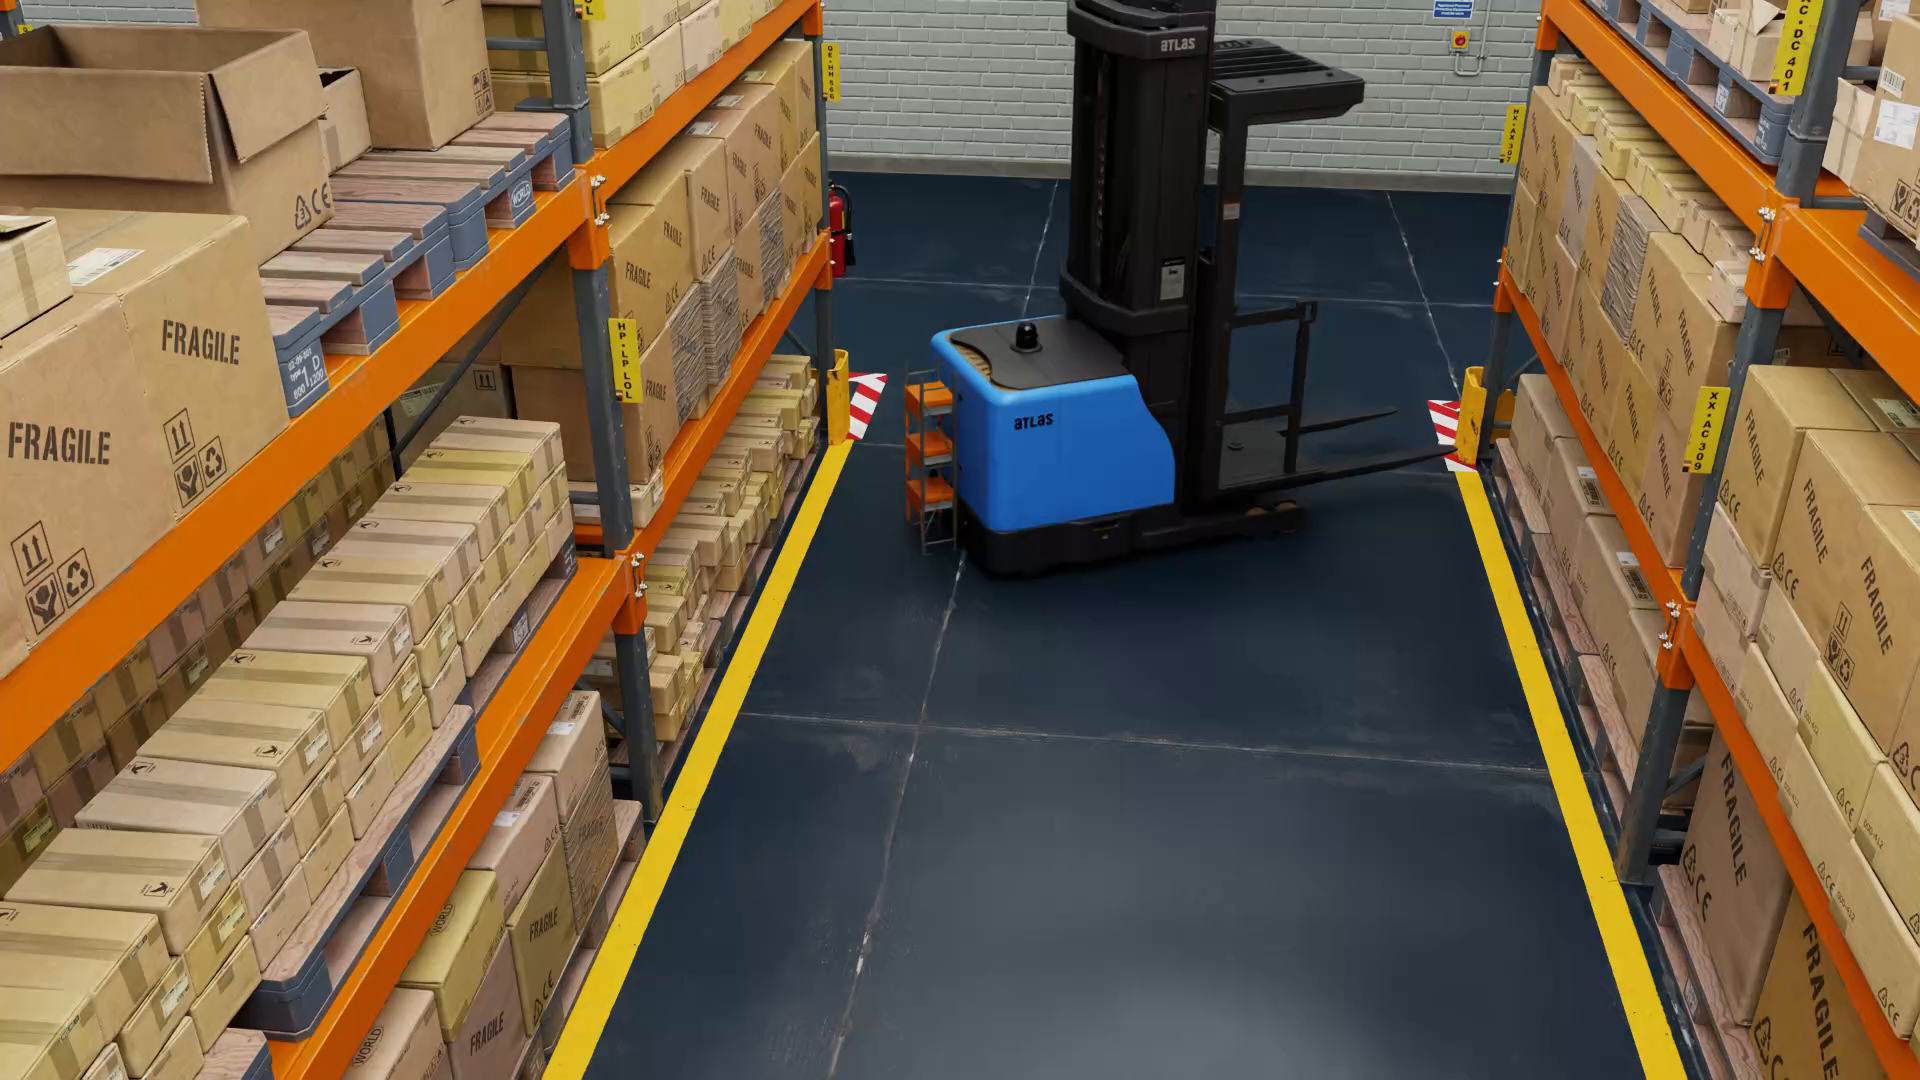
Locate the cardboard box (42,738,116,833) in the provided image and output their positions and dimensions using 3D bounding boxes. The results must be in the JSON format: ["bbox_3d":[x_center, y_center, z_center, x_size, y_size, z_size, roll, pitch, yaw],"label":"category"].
[{"bbox_3d":[-2.498,0.637,4.414,0.380,0.149,0.250,4,29,7],"label":"cardboard box"}]

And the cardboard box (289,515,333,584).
[{"bbox_3d":[-2.338,0.023,5.554,0.380,0.149,0.250,4,29,7],"label":"cardboard box"}]

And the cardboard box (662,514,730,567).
[{"bbox_3d":[-1.329,-0.003,8.030,0.380,0.149,0.250,4,29,7],"label":"cardboard box"}]

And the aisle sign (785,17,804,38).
[{"bbox_3d":[-0.976,-3.219,9.321,0.394,0.787,0.004,3,28,6],"label":"aisle sign"}]

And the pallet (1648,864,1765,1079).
[{"bbox_3d":[3.133,1.661,5.944,1.003,0.211,1.213,3,28,6],"label":"pallet"}]

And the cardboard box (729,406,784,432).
[{"bbox_3d":[-1.184,-0.623,9.179,0.380,0.149,0.250,2,28,4],"label":"cardboard box"}]

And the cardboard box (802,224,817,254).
[{"bbox_3d":[-1.042,-1.777,9.650,0.380,0.149,0.250,3,28,6],"label":"cardboard box"}]

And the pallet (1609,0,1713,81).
[{"bbox_3d":[3.415,-2.173,7.052,1.003,0.211,1.213,3,28,6],"label":"pallet"}]

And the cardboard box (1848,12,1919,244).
[{"bbox_3d":[2.757,-1.086,4.392,0.500,0.500,0.500,3,28,5],"label":"cardboard box"}]

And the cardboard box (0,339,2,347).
[{"bbox_3d":[-1.876,-0.410,2.774,0.396,0.266,0.258,3,28,6],"label":"cardboard box"}]

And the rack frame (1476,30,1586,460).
[{"bbox_3d":[3.643,-1.817,9.460,1.000,3.000,0.127,3,28,6],"label":"rack frame"}]

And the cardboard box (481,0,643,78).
[{"bbox_3d":[-1.476,-1.862,6.011,0.500,0.250,0.500,4,29,8],"label":"cardboard box"}]

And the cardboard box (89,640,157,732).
[{"bbox_3d":[-2.464,0.384,4.569,0.380,0.149,0.250,4,29,8],"label":"cardboard box"}]

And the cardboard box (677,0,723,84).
[{"bbox_3d":[-1.318,-2.112,7.003,0.500,0.250,0.500,5,29,8],"label":"cardboard box"}]

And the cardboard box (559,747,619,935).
[{"bbox_3d":[-1.613,1.104,6.230,0.500,0.500,0.500,3,28,5],"label":"cardboard box"}]

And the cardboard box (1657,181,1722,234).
[{"bbox_3d":[3.063,-1.342,6.735,0.380,0.149,0.250,3,28,6],"label":"cardboard box"}]

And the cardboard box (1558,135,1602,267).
[{"bbox_3d":[3.189,-1.606,7.908,0.500,0.500,0.500,3,28,6],"label":"cardboard box"}]

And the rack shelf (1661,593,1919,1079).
[{"bbox_3d":[2.907,1.324,4.388,1.077,0.370,4.000,3,28,6],"label":"rack shelf"}]

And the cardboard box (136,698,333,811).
[{"bbox_3d":[-1.854,0.547,4.266,0.380,0.149,0.250,4,29,8],"label":"cardboard box"}]

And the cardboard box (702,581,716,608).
[{"bbox_3d":[-1.418,0.247,8.192,0.380,0.149,0.250,2,28,4],"label":"cardboard box"}]

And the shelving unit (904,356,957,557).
[{"bbox_3d":[-0.156,-0.444,8.967,0.215,1.050,0.252,-10,30,-18],"label":"shelving unit"}]

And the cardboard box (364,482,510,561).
[{"bbox_3d":[-1.694,-0.062,5.398,0.380,0.149,0.250,2,28,5],"label":"cardboard box"}]

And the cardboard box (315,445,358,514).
[{"bbox_3d":[-2.305,-0.220,5.691,0.380,0.149,0.250,4,29,8],"label":"cardboard box"}]

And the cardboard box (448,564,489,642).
[{"bbox_3d":[-1.719,0.189,5.245,0.380,0.149,0.250,2,28,5],"label":"cardboard box"}]

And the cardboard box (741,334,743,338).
[{"bbox_3d":[-1.304,-1.050,8.301,0.380,0.149,0.250,4,29,7],"label":"cardboard box"}]

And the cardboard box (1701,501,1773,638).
[{"bbox_3d":[2.819,0.102,5.528,0.500,0.250,0.500,3,28,5],"label":"cardboard box"}]

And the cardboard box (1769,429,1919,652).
[{"bbox_3d":[2.778,0.013,4.904,0.500,0.500,0.500,3,28,6],"label":"cardboard box"}]

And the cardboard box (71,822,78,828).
[{"bbox_3d":[-2.496,0.772,4.477,0.380,0.149,0.250,4,29,8],"label":"cardboard box"}]

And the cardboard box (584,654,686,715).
[{"bbox_3d":[-1.411,0.613,7.199,0.380,0.149,0.250,5,29,9],"label":"cardboard box"}]

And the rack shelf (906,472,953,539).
[{"bbox_3d":[-0.156,-0.190,9.104,0.215,0.259,0.240,-10,30,-18],"label":"rack shelf"}]

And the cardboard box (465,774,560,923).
[{"bbox_3d":[-1.689,1.018,5.601,0.500,0.250,0.500,5,29,9],"label":"cardboard box"}]

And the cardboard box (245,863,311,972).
[{"bbox_3d":[-1.880,0.929,4.184,0.380,0.149,0.250,4,29,8],"label":"cardboard box"}]

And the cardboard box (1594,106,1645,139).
[{"bbox_3d":[3.223,-1.941,7.847,0.380,0.149,0.250,4,29,7],"label":"cardboard box"}]

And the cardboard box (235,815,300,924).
[{"bbox_3d":[-1.882,0.798,4.115,0.380,0.149,0.250,3,28,6],"label":"cardboard box"}]

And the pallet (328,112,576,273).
[{"bbox_3d":[-1.954,-1.128,5.216,1.213,0.211,1.003,3,28,6],"label":"pallet"}]

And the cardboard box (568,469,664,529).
[{"bbox_3d":[-1.413,-0.178,6.683,0.380,0.149,0.250,4,29,8],"label":"cardboard box"}]

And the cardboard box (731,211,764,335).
[{"bbox_3d":[-1.274,-1.290,8.063,0.500,0.500,0.500,5,29,9],"label":"cardboard box"}]

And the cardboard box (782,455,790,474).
[{"bbox_3d":[-1.189,-0.481,9.543,0.380,0.149,0.250,3,28,6],"label":"cardboard box"}]

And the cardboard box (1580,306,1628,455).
[{"bbox_3d":[3.060,-0.691,7.265,0.500,0.500,0.500,3,28,5],"label":"cardboard box"}]

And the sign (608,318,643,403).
[{"bbox_3d":[-1.221,-0.654,6.080,0.100,0.325,0.005,3,28,6],"label":"sign"}]

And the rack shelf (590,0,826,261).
[{"bbox_3d":[-1.528,-2.120,7.618,1.077,0.370,4.000,3,28,6],"label":"rack shelf"}]

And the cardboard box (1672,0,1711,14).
[{"bbox_3d":[3.247,-2.470,6.857,0.500,0.500,0.500,4,29,7],"label":"cardboard box"}]

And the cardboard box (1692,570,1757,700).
[{"bbox_3d":[2.837,0.324,5.645,0.500,0.250,0.500,3,28,5],"label":"cardboard box"}]

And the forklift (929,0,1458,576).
[{"bbox_3d":[1.396,-1.522,8.985,3.031,2.935,1.130,-10,30,-18],"label":"forklift"}]

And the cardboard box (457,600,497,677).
[{"bbox_3d":[-1.720,0.307,5.339,0.380,0.149,0.250,2,28,4],"label":"cardboard box"}]

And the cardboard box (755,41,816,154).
[{"bbox_3d":[-1.092,-2.443,9.148,0.500,0.500,0.500,3,28,5],"label":"cardboard box"}]

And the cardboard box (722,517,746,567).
[{"bbox_3d":[-1.288,0.002,8.334,0.380,0.149,0.250,3,28,6],"label":"cardboard box"}]

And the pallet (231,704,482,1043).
[{"bbox_3d":[-2.061,0.859,4.696,1.003,0.211,1.213,3,28,6],"label":"pallet"}]

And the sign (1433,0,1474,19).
[{"bbox_3d":[4.270,-4.623,14.384,0.327,0.218,0.001,3,28,6],"label":"sign"}]

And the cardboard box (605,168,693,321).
[{"bbox_3d":[-1.427,-1.233,6.902,0.500,0.500,0.500,3,28,5],"label":"cardboard box"}]

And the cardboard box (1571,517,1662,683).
[{"bbox_3d":[3.445,0.298,7.793,0.875,0.438,0.875,3,28,5],"label":"cardboard box"}]

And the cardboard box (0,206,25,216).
[{"bbox_3d":[-2.331,-0.411,3.582,0.500,0.500,0.500,3,28,6],"label":"cardboard box"}]

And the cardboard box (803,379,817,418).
[{"bbox_3d":[-1.064,-0.853,9.920,0.380,0.149,0.250,3,28,5],"label":"cardboard box"}]

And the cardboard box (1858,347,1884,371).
[{"bbox_3d":[3.451,-0.629,6.094,0.500,0.500,0.500,4,29,7],"label":"cardboard box"}]
